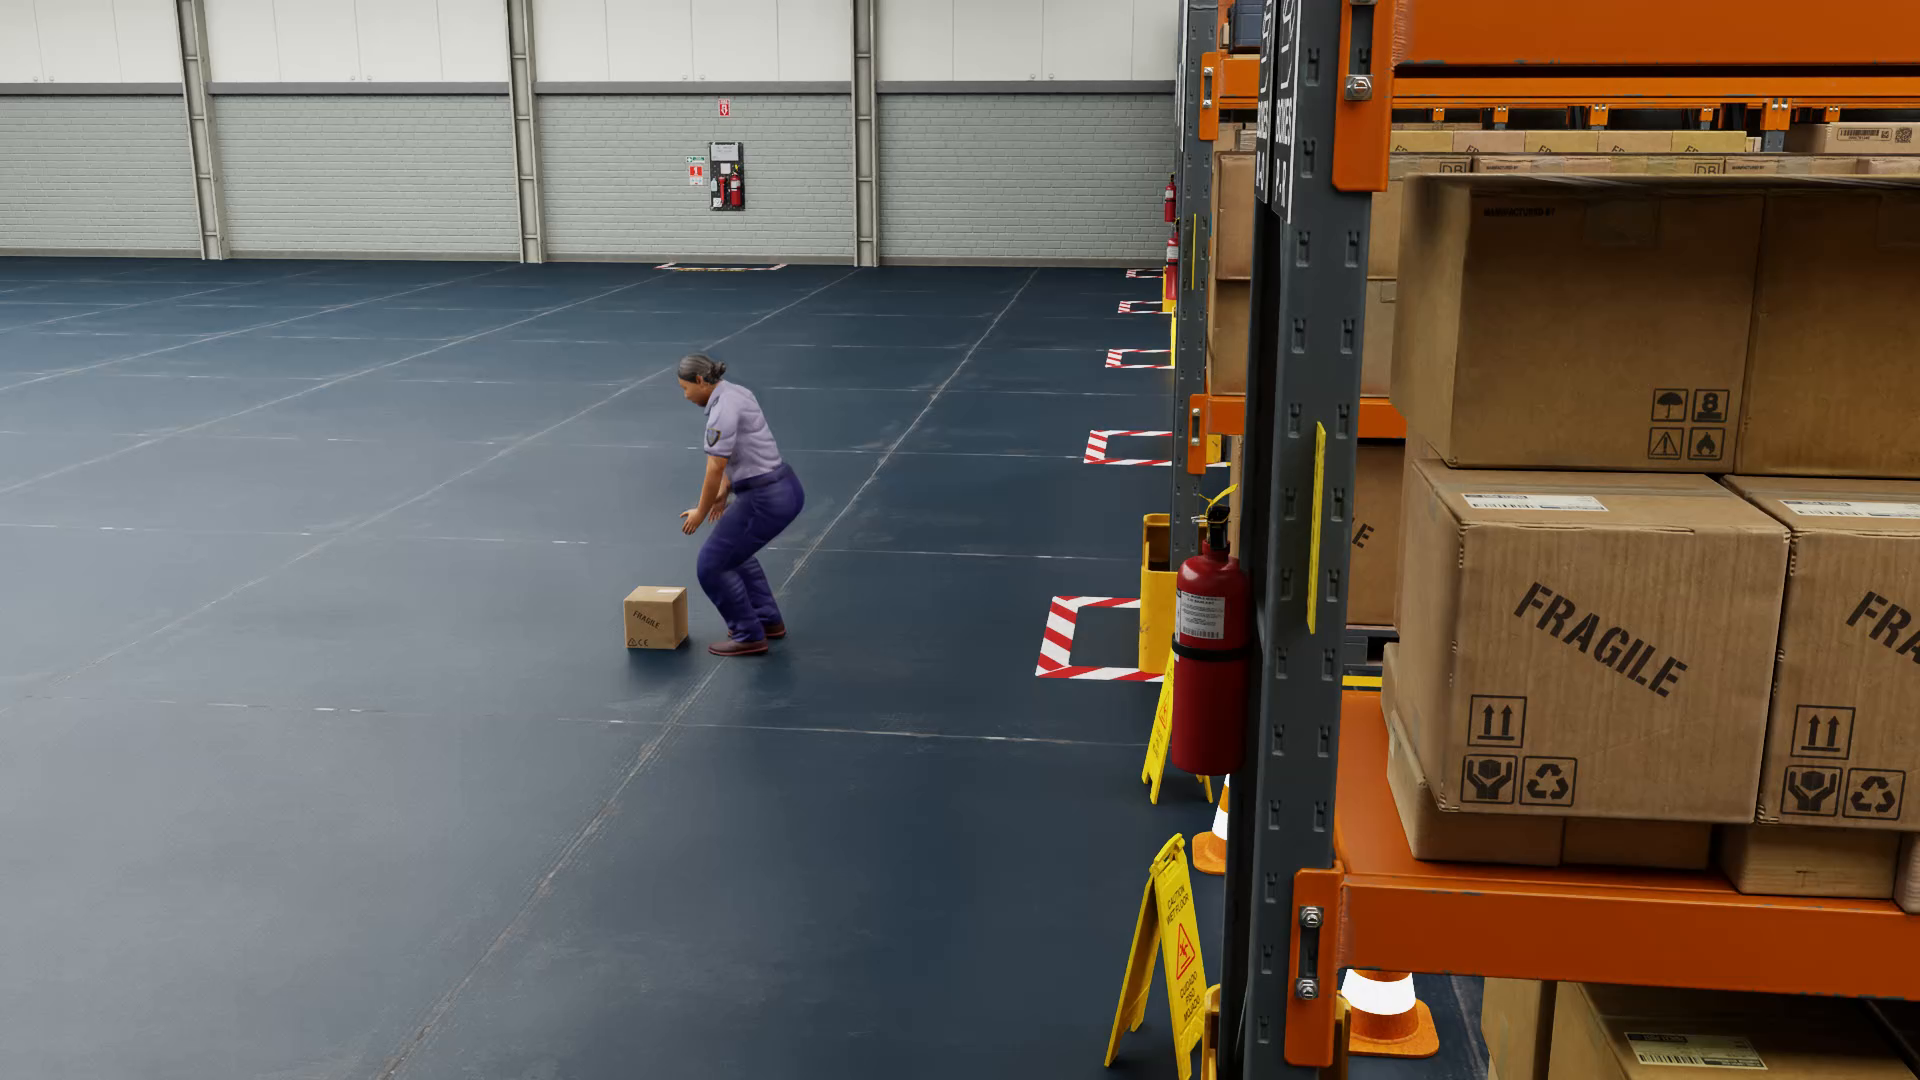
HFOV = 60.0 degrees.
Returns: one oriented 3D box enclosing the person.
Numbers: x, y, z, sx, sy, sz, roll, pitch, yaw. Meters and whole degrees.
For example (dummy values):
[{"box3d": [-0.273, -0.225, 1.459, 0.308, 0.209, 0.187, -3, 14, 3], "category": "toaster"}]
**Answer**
[{"box3d": [-1.066, -0.174, 8.102, 0.573, 1.469, 0.521, 2, 15, 7], "category": "person"}]
